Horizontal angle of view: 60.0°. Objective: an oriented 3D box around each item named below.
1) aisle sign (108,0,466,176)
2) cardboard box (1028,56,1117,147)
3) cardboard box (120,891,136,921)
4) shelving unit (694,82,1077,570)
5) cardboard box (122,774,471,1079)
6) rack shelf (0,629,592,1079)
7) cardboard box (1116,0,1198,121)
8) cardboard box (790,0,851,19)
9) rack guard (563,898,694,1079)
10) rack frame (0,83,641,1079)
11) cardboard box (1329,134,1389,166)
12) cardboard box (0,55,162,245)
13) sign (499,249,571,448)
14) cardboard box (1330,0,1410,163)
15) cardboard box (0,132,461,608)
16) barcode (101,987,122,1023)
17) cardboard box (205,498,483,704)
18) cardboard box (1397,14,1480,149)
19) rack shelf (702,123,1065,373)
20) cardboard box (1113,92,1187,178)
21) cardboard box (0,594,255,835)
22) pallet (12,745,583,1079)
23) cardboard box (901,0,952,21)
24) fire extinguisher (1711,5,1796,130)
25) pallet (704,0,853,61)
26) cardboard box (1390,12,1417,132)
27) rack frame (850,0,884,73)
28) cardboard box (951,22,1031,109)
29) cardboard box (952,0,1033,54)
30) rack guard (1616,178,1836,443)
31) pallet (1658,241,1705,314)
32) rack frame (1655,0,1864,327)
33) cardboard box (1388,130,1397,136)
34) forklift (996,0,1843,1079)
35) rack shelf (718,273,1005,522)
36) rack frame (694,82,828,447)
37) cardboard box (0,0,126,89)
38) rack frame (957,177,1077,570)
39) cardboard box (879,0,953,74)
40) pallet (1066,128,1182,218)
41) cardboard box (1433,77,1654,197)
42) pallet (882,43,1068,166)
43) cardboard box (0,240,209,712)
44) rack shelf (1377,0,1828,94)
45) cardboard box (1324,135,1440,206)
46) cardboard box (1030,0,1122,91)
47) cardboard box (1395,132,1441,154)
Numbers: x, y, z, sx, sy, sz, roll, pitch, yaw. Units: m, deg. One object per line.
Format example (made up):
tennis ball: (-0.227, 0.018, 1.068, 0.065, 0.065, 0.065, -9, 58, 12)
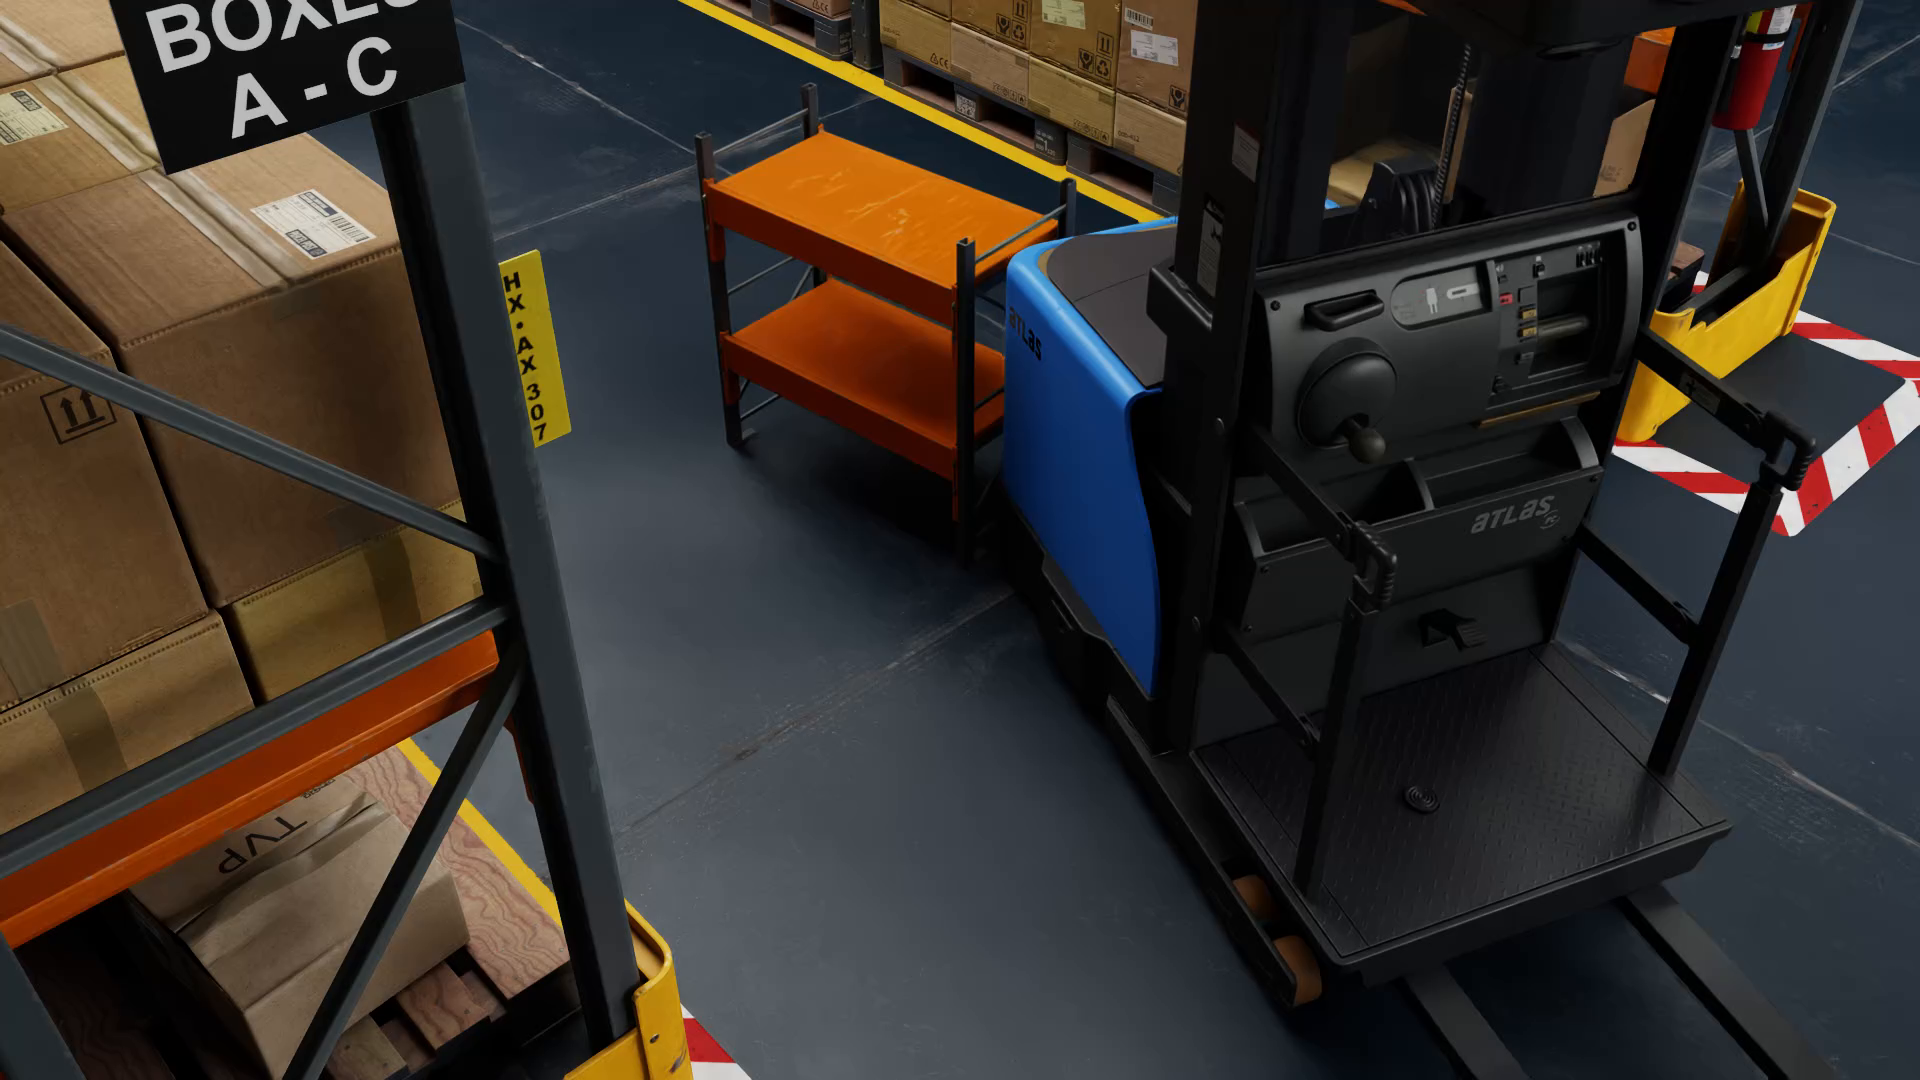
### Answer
aisle sign: (-0.786, -0.818, 1.806, 0.394, 0.787, 0.004, -30, 48, -32)
cardboard box: (0.644, -1.953, 7.135, 0.500, 0.250, 0.500, -30, 48, -32)
cardboard box: (-1.843, 0.540, 3.983, 0.500, 0.311, 0.500, -26, 46, -28)
shelving unit: (-0.229, -0.676, 5.192, 1.048, 1.125, 0.538, 28, 46, 30)
cardboard box: (-1.458, 0.804, 3.657, 0.500, 0.311, 0.500, 29, 47, 31)
rack shelf: (-2.409, -0.358, 3.878, 1.077, 0.370, 4.000, -30, 48, -32)
cardboard box: (0.984, -2.015, 6.614, 0.500, 0.500, 0.500, -30, 48, -32)
cardboard box: (-0.609, -2.833, 8.224, 0.500, 0.250, 0.500, -30, 48, -32)
rack guard: (-1.107, 1.225, 3.335, 1.175, 0.500, 0.348, -30, 48, -32)
rack frame: (-1.056, 0.288, 2.506, 1.000, 3.000, 0.127, -30, 48, -32)
cardboard box: (1.324, -1.492, 6.564, 0.500, 0.250, 0.500, -30, 48, -32)
cardboard box: (-1.484, -0.535, 3.032, 0.500, 0.500, 0.500, -30, 48, -32)
sign: (-0.656, -0.280, 2.520, 0.100, 0.325, 0.005, -30, 48, -32)
cardboard box: (1.321, -1.783, 6.327, 0.500, 0.500, 0.500, -30, 48, -32)
cardboard box: (-1.157, -0.302, 2.743, 0.500, 0.500, 0.500, -30, 48, -32)
barcode: (-1.765, 0.962, 3.454, 0.001, 0.075, 0.075, -30, 48, -32)
cardboard box: (-1.152, -0.022, 2.994, 0.500, 0.250, 0.500, -31, 48, -33)
cardboard box: (2.052, -1.778, 6.321, 0.500, 0.500, 0.500, -30, 48, -32)
rack shelf: (-0.229, -0.904, 5.008, 1.000, 0.278, 0.538, 28, 46, 30)
cardboard box: (0.987, -1.724, 6.852, 0.500, 0.250, 0.500, -30, 48, -32)
cardboard box: (-1.515, 0.205, 2.713, 0.500, 0.250, 0.500, -29, 47, -31)
pallet: (-1.631, 0.947, 3.910, 1.003, 0.211, 1.213, -30, 48, -32)
cardboard box: (-0.032, -2.708, 7.473, 0.500, 0.500, 0.500, -30, 48, -32)
fire extinguisher: (2.328, -1.537, 4.827, 0.296, 0.674, 0.183, -30, 48, -32)
pallet: (-0.642, -2.910, 8.685, 1.003, 0.211, 1.213, -30, 48, -32)
cardboard box: (1.704, -2.004, 6.601, 0.500, 0.500, 0.500, -30, 48, -32)
rack frame: (-0.115, -3.670, 7.407, 1.000, 3.000, 0.127, -30, 48, -32)
cardboard box: (0.310, -2.187, 7.424, 0.500, 0.250, 0.500, -30, 48, -32)
cardboard box: (0.312, -2.480, 7.190, 0.500, 0.500, 0.500, -30, 48, -32)
rack guard: (2.607, -0.835, 5.886, 1.175, 0.500, 0.348, -30, 48, -32)
pallet: (2.042, -1.070, 6.407, 1.003, 0.211, 1.213, -30, 48, -32)
rack frame: (2.590, -1.819, 5.115, 1.000, 3.000, 0.127, -30, 48, -32)
cardboard box: (1.713, -1.717, 6.842, 0.500, 0.250, 0.500, -30, 48, -32)
forklift: (1.130, -0.354, 3.355, 1.130, 2.935, 3.031, -14, 41, -17)
rack shelf: (-0.229, -0.486, 5.345, 1.000, 0.278, 0.538, 28, 46, 30)
rack frame: (-0.620, -0.880, 5.444, 0.032, 1.125, 0.500, 28, 46, 30)
cardboard box: (-1.829, -0.777, 3.331, 0.500, 0.500, 0.500, -32, 49, -33)
rack frame: (0.161, -0.472, 4.939, 0.032, 1.125, 0.500, 28, 46, 30)
cardboard box: (-0.025, -2.420, 7.714, 0.500, 0.250, 0.500, -30, 48, -32)
pallet: (1.221, -1.635, 7.106, 1.003, 0.211, 1.213, -30, 48, -32)
cardboard box: (2.008, -1.326, 5.762, 0.500, 0.500, 0.500, -30, 48, -32)
pallet: (0.392, -2.200, 7.805, 1.003, 0.211, 1.213, -30, 48, -32)
cardboard box: (-1.531, -0.081, 2.470, 0.500, 0.500, 0.500, -31, 48, -32)
rack shelf: (1.238, -2.465, 6.487, 1.077, 0.370, 4.000, -30, 48, -32)
cardboard box: (1.663, -1.262, 6.279, 0.500, 0.250, 0.500, -30, 48, -32)
cardboard box: (0.644, -2.245, 6.900, 0.500, 0.500, 0.500, -30, 48, -32)
cardboard box: (2.051, -1.485, 6.556, 0.500, 0.250, 0.500, -30, 48, -32)
